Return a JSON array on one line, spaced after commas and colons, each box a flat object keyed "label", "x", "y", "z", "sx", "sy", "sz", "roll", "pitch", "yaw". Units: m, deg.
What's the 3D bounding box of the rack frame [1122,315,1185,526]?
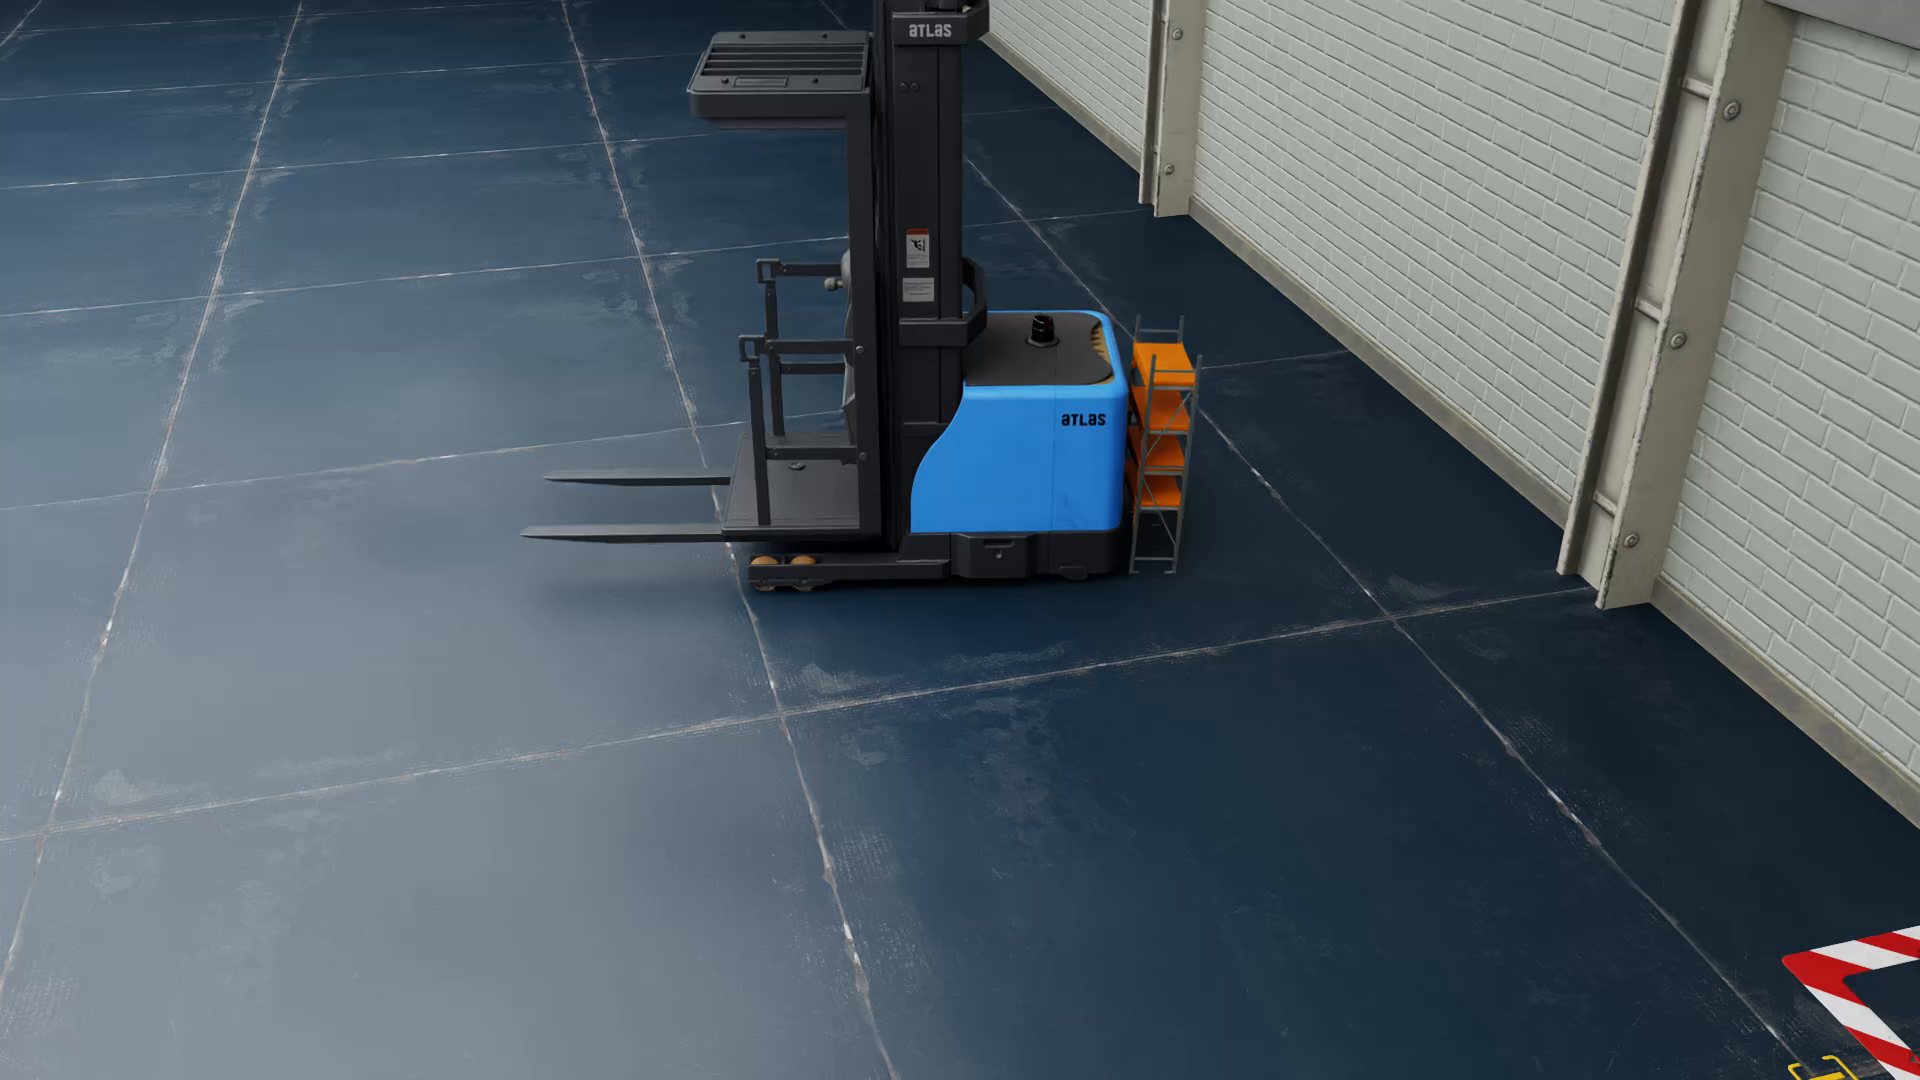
[{"label": "rack frame", "x": 0.976, "y": -0.598, "z": 8.574, "sx": 0.240, "sy": 1.200, "sz": 0.015, "roll": 1, "pitch": 30, "yaw": -4}]

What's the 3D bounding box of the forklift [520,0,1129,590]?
[{"label": "forklift", "x": -0.706, "y": -1.286, "z": 8.046, "sx": 3.031, "sy": 2.935, "sz": 1.130, "roll": -1, "pitch": 30, "yaw": -1}]

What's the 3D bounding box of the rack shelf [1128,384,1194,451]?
[{"label": "rack shelf", "x": 0.995, "y": -0.611, "z": 8.285, "sx": 0.258, "sy": 0.148, "sz": 0.480, "roll": 1, "pitch": 30, "yaw": -4}]

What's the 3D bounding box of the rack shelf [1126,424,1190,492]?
[{"label": "rack shelf", "x": 0.986, "y": -0.417, "z": 8.397, "sx": 0.258, "sy": 0.148, "sz": 0.480, "roll": 1, "pitch": 30, "yaw": -4}]

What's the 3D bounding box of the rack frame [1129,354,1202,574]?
[{"label": "rack frame", "x": 1.001, "y": -0.353, "z": 8.152, "sx": 0.240, "sy": 1.200, "sz": 0.015, "roll": 1, "pitch": 30, "yaw": -4}]

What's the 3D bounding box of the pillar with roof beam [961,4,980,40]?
[{"label": "pillar with roof beam", "x": -4.094, "y": -8.892, "z": 15.129, "sx": 9.100, "sy": 9.000, "sz": 0.400, "roll": -8, "pitch": 31, "yaw": -13}]

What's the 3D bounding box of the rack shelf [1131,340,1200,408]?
[{"label": "rack shelf", "x": 1.004, "y": -0.816, "z": 8.167, "sx": 0.258, "sy": 0.148, "sz": 0.480, "roll": 1, "pitch": 30, "yaw": -4}]

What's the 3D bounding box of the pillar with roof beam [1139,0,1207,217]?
[{"label": "pillar with roof beam", "x": -2.502, "y": -5.994, "z": 10.123, "sx": 9.100, "sy": 9.000, "sz": 0.400, "roll": -8, "pitch": 31, "yaw": -13}]

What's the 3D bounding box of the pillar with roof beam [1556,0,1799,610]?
[{"label": "pillar with roof beam", "x": -0.909, "y": -3.096, "z": 5.116, "sx": 9.100, "sy": 9.000, "sz": 0.400, "roll": -8, "pitch": 31, "yaw": -13}]

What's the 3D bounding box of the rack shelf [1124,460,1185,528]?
[{"label": "rack shelf", "x": 0.978, "y": -0.245, "z": 8.496, "sx": 0.258, "sy": 0.148, "sz": 0.480, "roll": 1, "pitch": 30, "yaw": -4}]

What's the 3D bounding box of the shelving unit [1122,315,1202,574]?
[{"label": "shelving unit", "x": 0.989, "y": -0.475, "z": 8.363, "sx": 0.258, "sy": 1.200, "sz": 0.503, "roll": 1, "pitch": 30, "yaw": -4}]
